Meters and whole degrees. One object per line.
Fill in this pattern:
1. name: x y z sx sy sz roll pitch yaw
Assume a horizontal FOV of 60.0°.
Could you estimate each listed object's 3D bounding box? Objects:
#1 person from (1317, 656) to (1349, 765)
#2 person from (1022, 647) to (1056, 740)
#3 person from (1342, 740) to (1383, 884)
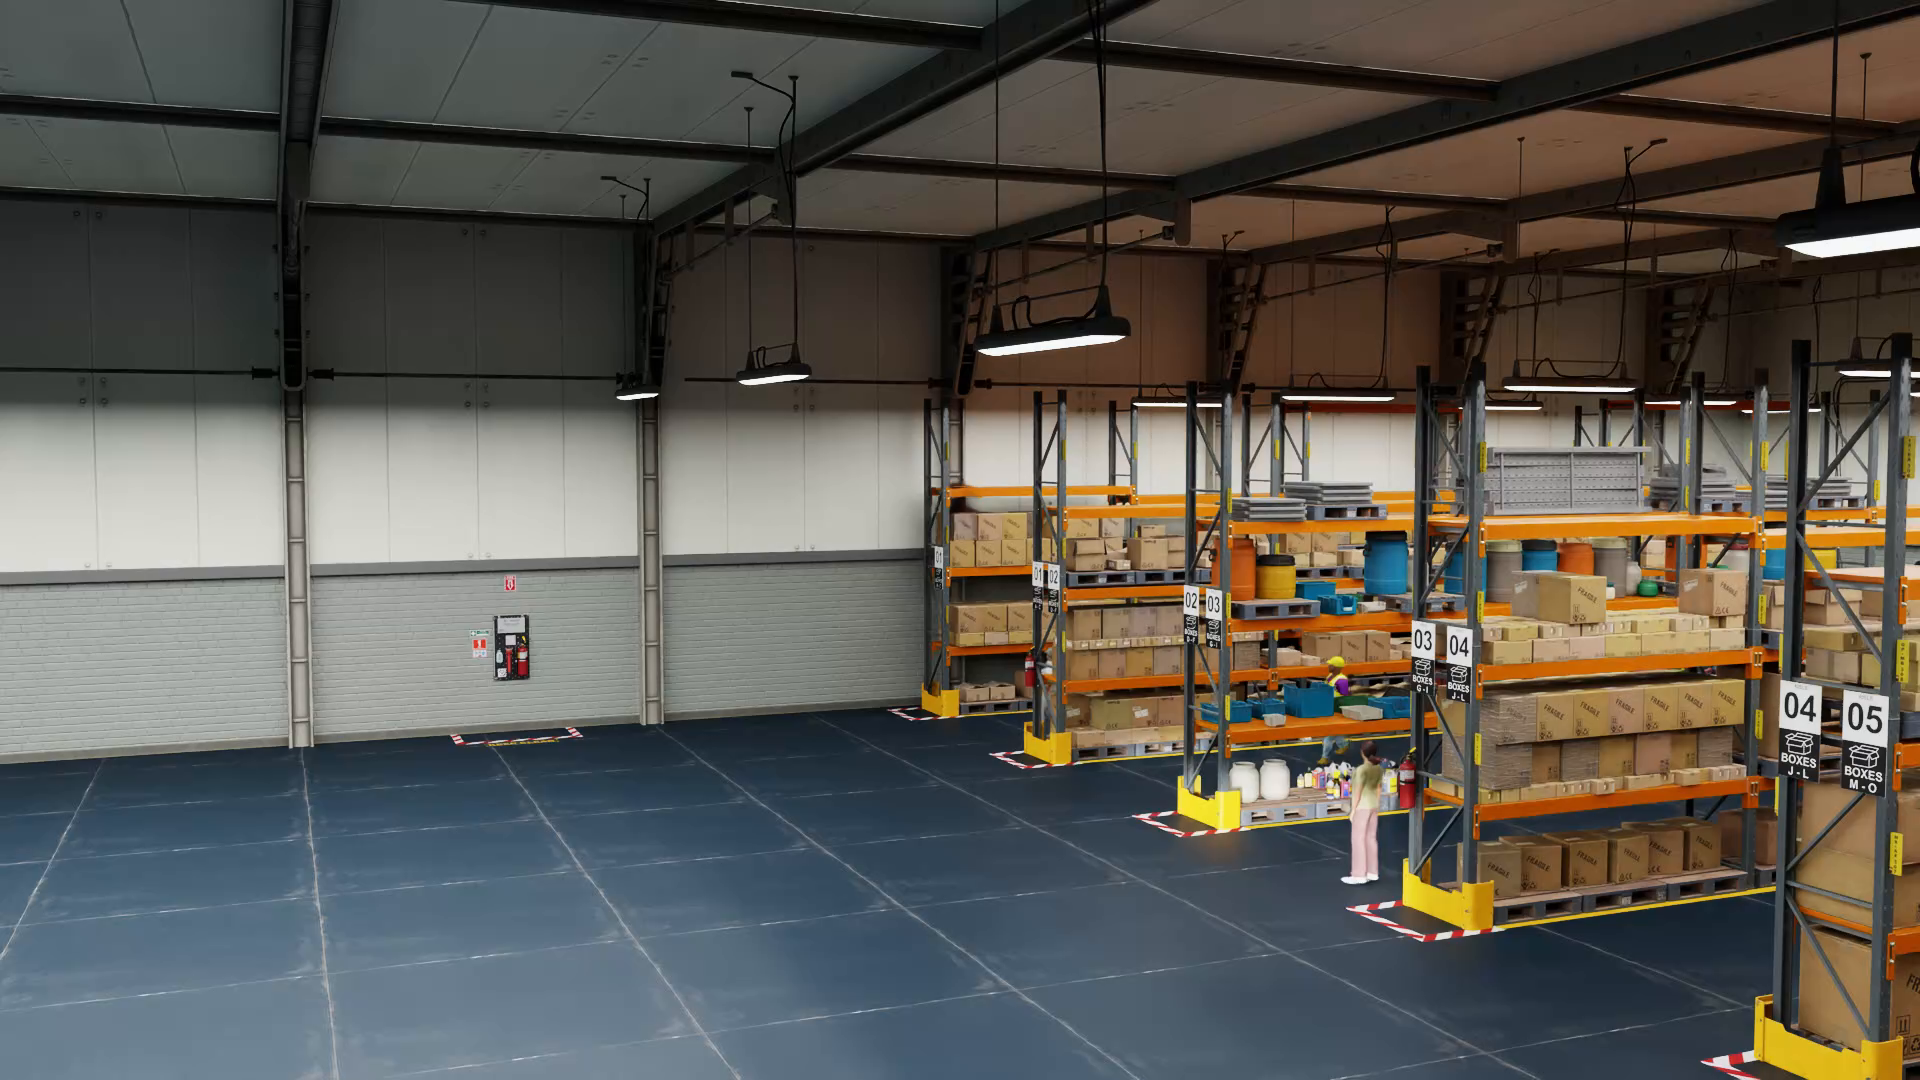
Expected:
1. person: 6.048 2.727 26.765 0.955 1.725 0.567 -2 4 -36
2. person: 1.445 2.653 28.977 0.671 1.618 0.628 0 3 8
3. person: 4.747 3.181 19.526 0.402 1.692 0.459 3 4 40
